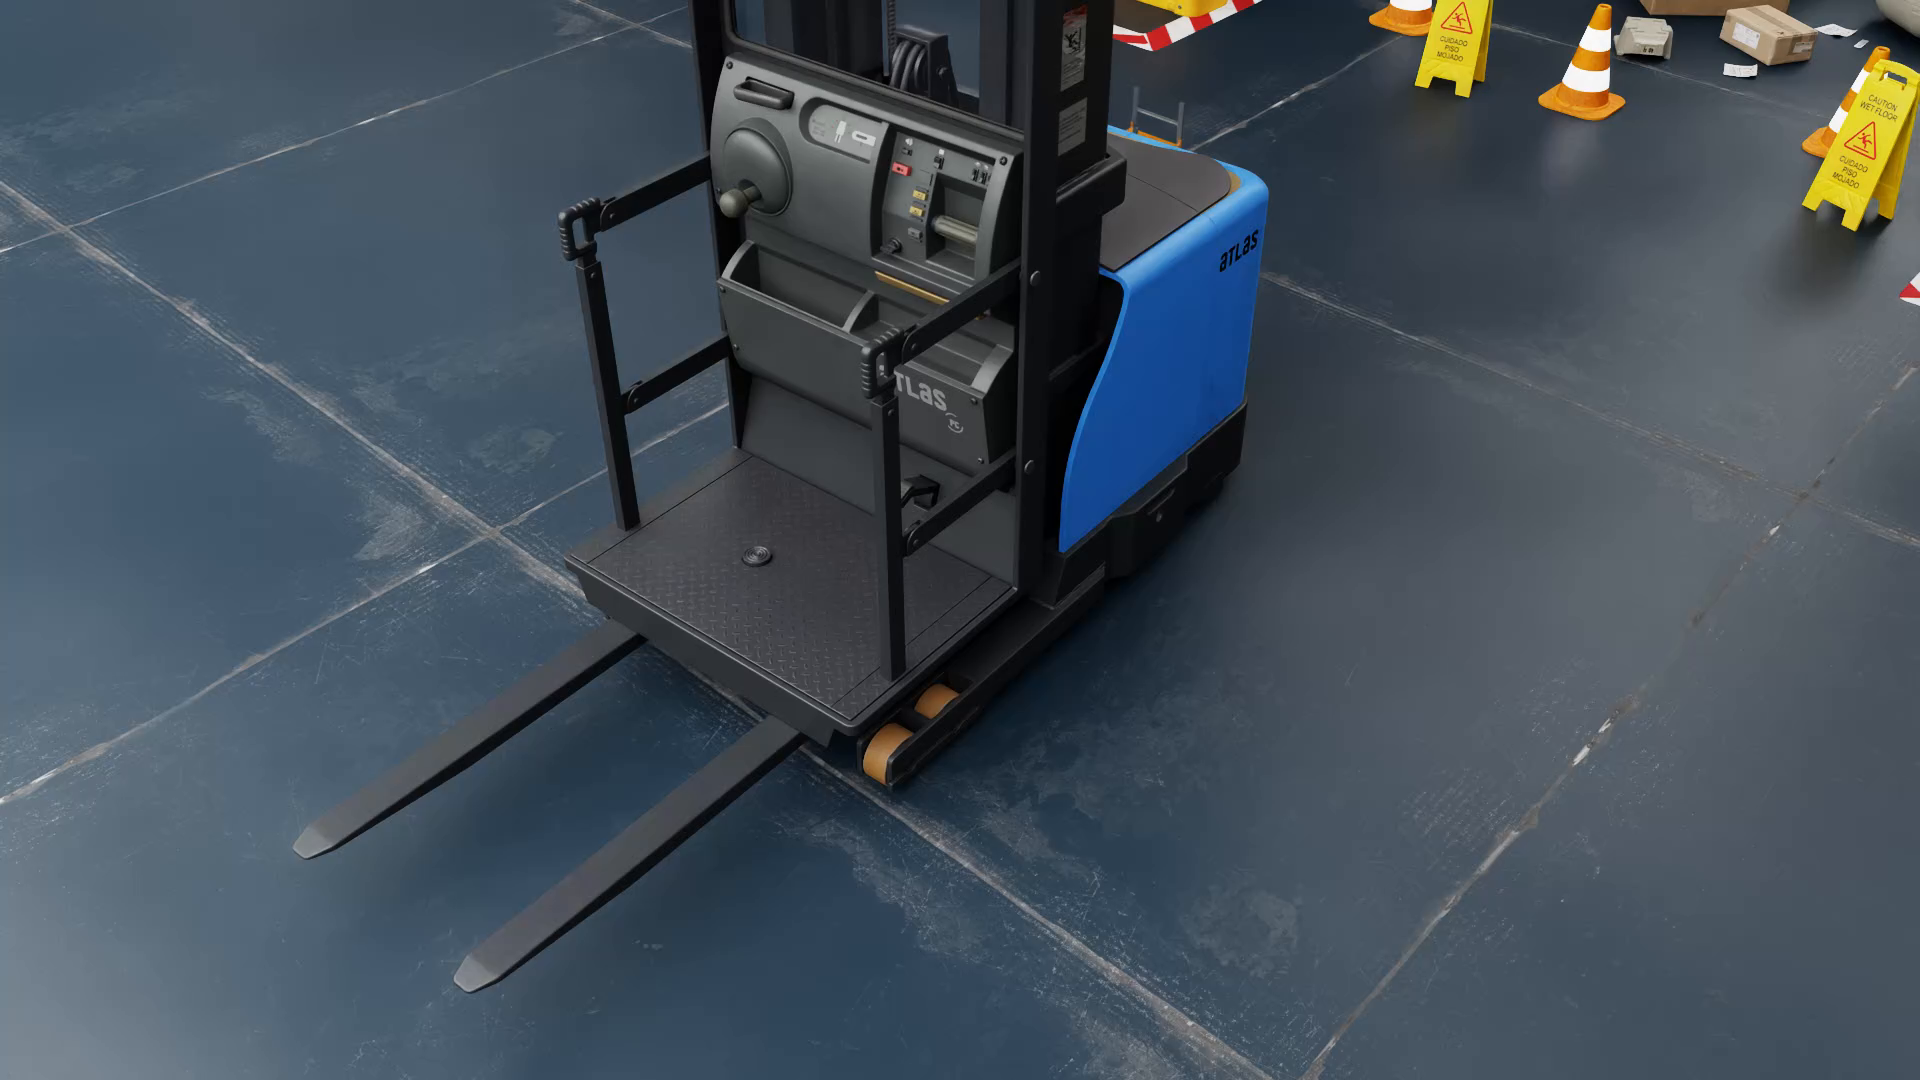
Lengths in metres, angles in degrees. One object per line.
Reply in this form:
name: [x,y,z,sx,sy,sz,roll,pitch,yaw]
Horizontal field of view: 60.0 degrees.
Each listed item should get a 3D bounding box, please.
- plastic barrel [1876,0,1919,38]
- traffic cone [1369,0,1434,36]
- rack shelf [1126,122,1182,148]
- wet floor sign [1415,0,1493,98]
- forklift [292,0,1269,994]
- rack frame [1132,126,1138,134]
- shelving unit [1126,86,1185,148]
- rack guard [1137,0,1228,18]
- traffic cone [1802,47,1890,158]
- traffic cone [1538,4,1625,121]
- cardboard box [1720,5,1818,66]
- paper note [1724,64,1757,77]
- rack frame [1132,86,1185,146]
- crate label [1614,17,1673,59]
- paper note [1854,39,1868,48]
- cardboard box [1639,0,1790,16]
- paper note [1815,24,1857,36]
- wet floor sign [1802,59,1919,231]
plastic barrel: [4.918,-2.764,8.386,0.421,0.421,0.512,-5,39,-6]
traffic cone: [2.326,-2.875,8.494,0.336,0.463,0.334,30,47,32]
rack shelf: [0.562,-1.183,5.455,0.215,0.259,0.240,30,47,32]
wet floor sign: [2.362,-2.454,7.817,0.267,0.644,0.232,22,43,25]
forklift: [-0.390,-0.844,3.957,1.130,2.935,3.031,26,46,29]
rack frame: [0.480,-0.913,5.555,0.200,1.050,0.008,30,47,32]
shelving unit: [0.562,-0.969,5.625,0.215,1.050,0.252,30,47,32]
rack guard: [0.904,-3.231,8.911,1.175,0.500,0.348,30,47,32]
traffic cone: [3.980,-1.934,7.311,0.336,0.463,0.334,30,47,32]
traffic cone: [2.931,-2.244,7.700,0.336,0.463,0.334,30,47,32]
cardboard box: [4.035,-2.522,8.302,0.250,0.149,0.380,-11,40,-14]
paper note: [3.810,-2.296,8.113,0.148,0.019,0.142,14,41,17]
rack frame: [0.645,-1.025,5.696,0.200,1.050,0.008,30,47,32]
crate label: [3.416,-2.504,8.289,0.250,0.136,0.298,8,39,10]
paper note: [4.549,-2.504,8.391,0.032,0.001,0.123,30,47,32]
cardboard box: [3.958,-3.081,8.720,0.797,0.503,0.637,2,39,2]
paper note: [4.494,-2.619,8.528,0.142,0.019,0.148,-18,42,-21]
wet floor sign: [3.724,-1.628,6.779,0.232,0.644,0.267,-18,42,-21]
